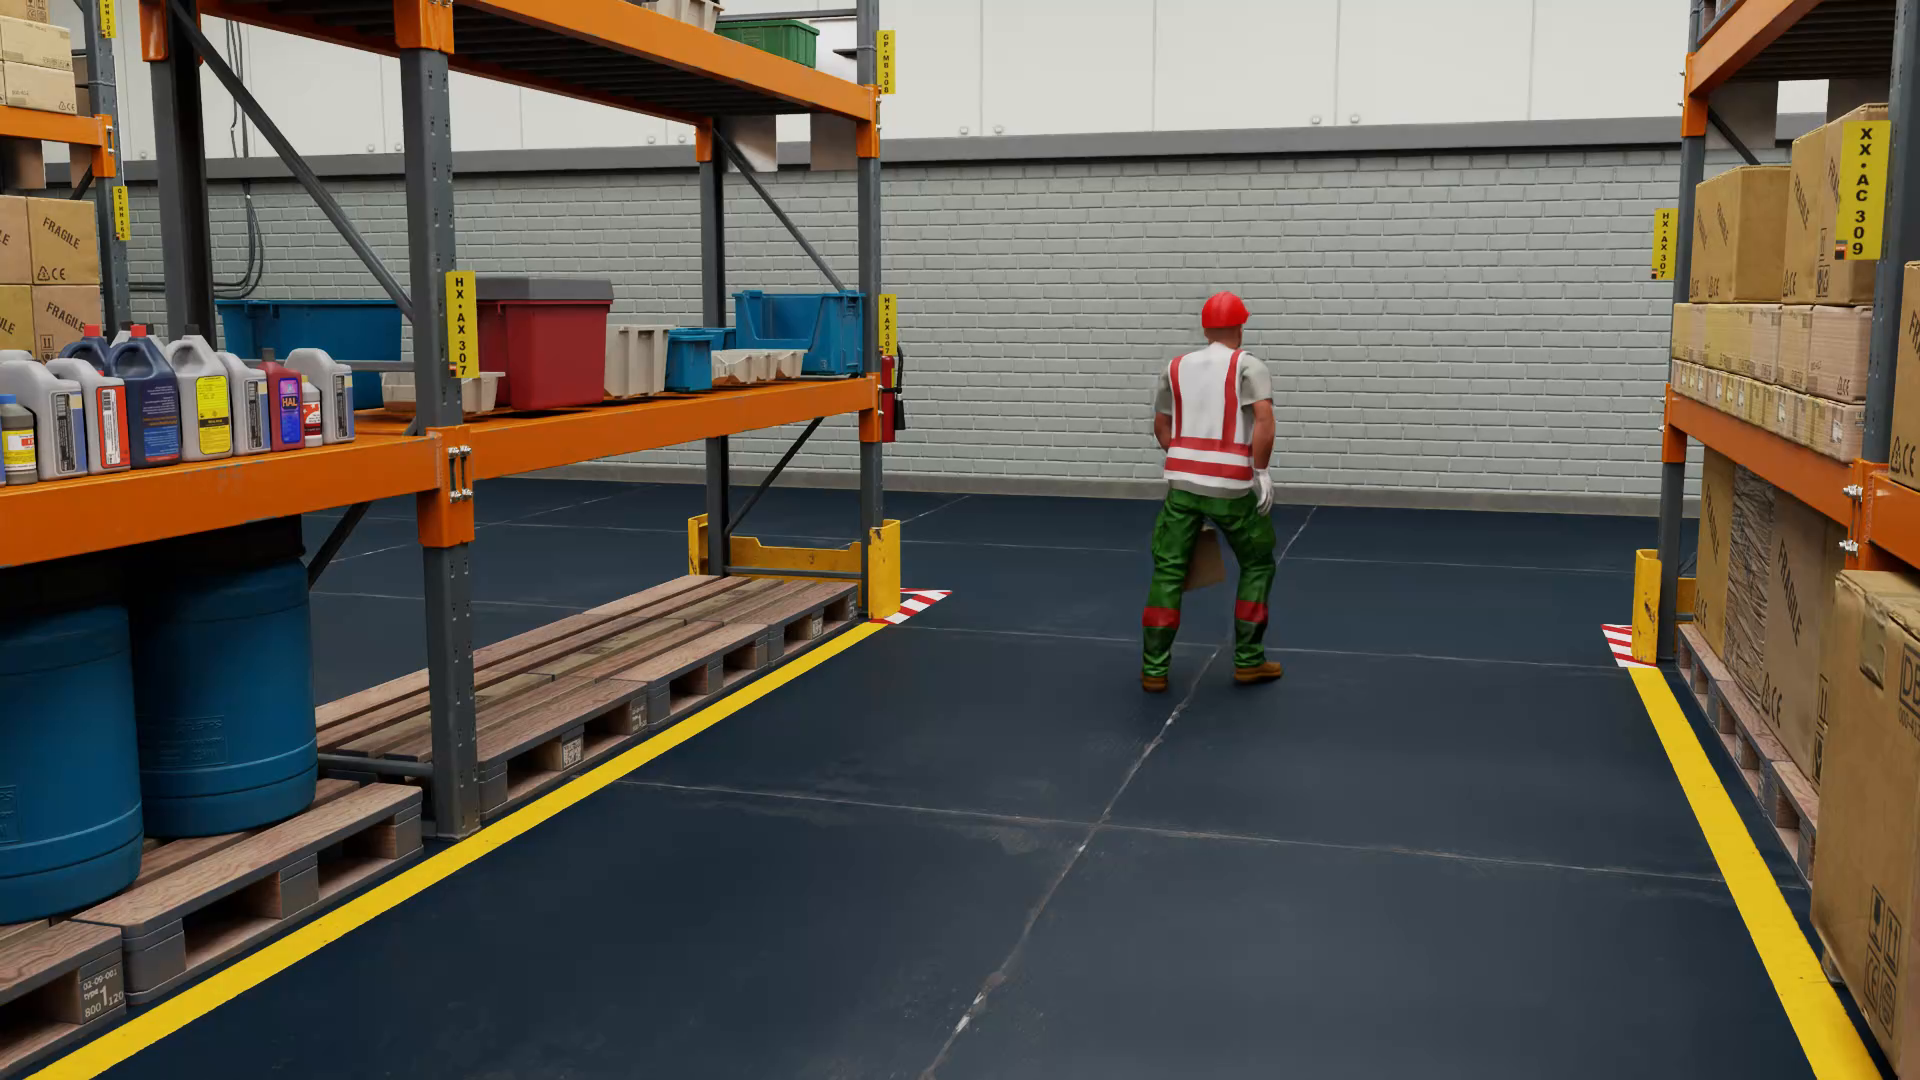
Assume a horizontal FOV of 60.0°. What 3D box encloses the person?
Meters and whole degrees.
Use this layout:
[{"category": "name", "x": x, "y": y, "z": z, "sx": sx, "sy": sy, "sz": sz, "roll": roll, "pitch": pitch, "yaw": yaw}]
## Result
[{"category": "person", "x": 1.135, "y": -0.226, "z": 7.418, "sx": 0.620, "sy": 1.748, "sz": 0.663, "roll": 5, "pitch": 9, "yaw": 29}]
